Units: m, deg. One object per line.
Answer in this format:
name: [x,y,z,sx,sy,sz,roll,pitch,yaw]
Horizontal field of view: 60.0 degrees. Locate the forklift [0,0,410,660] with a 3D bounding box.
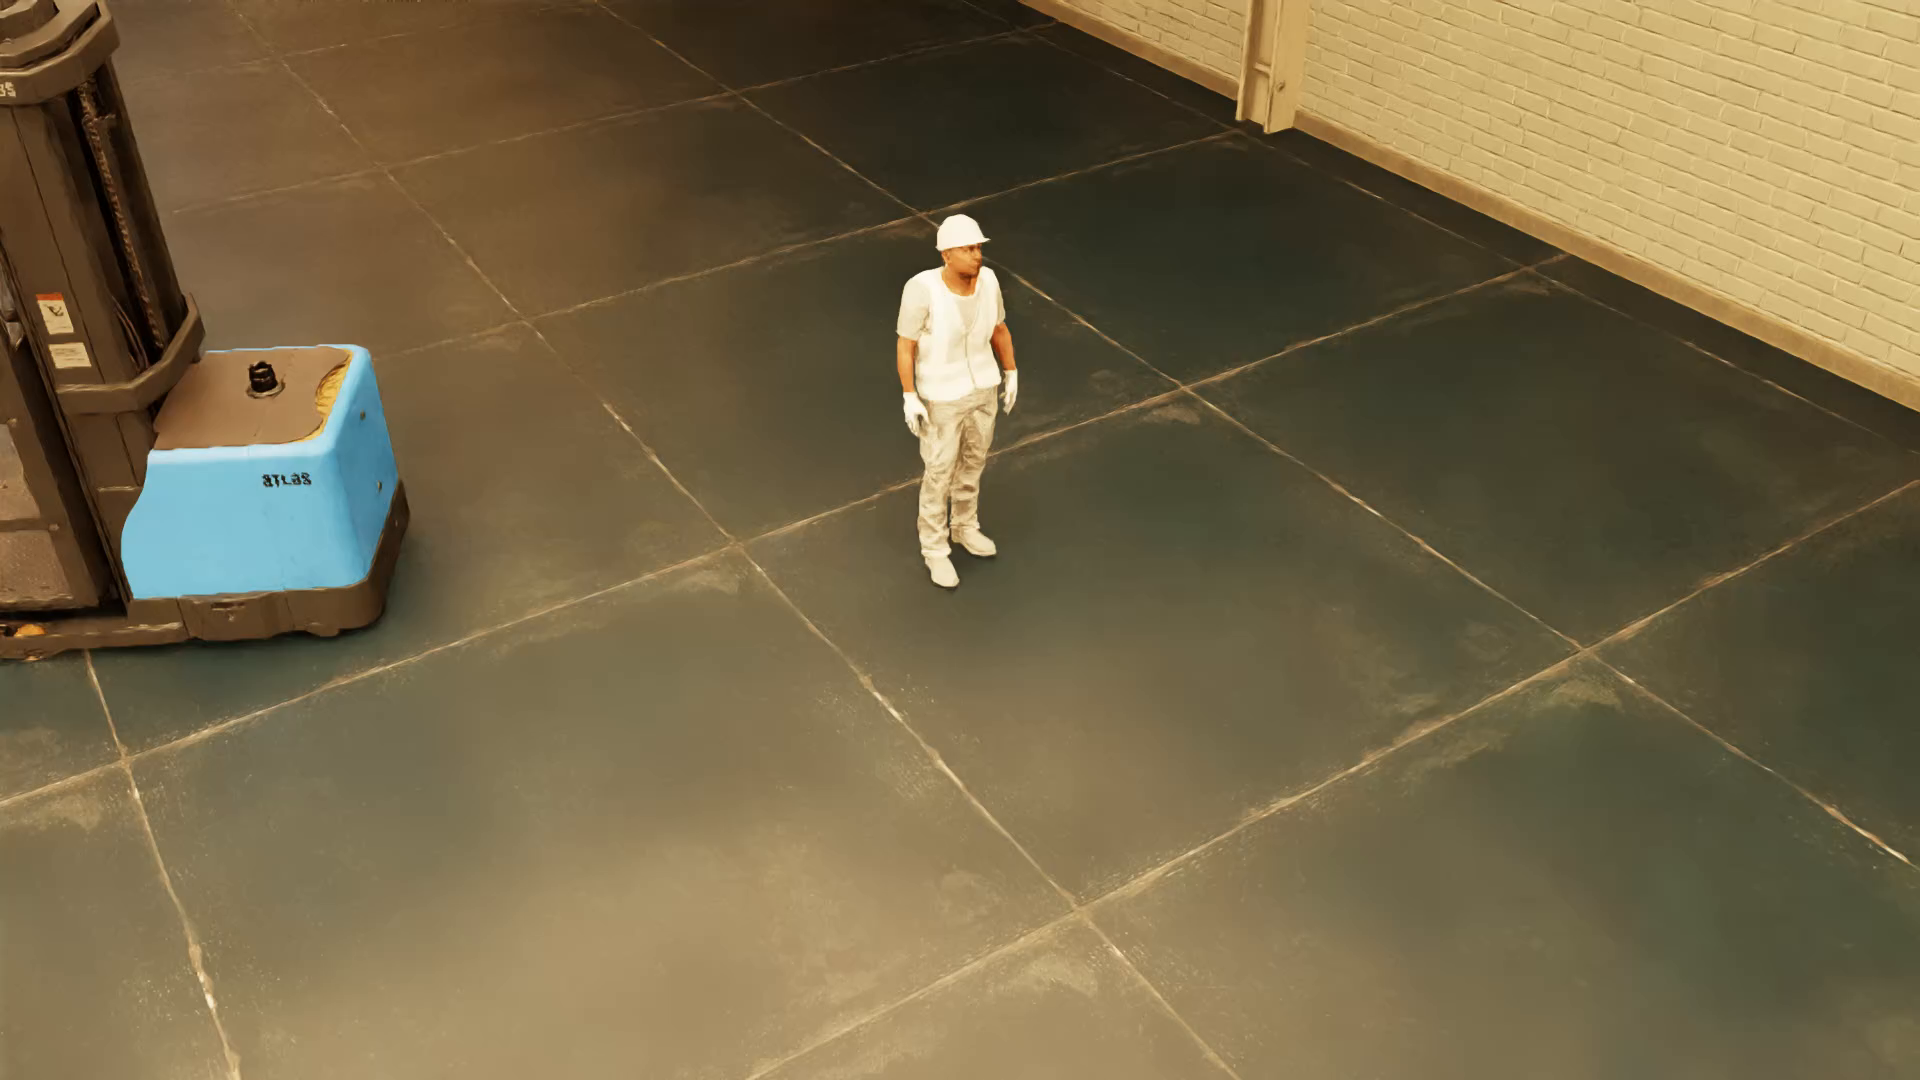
forklift: [-4.360,-0.938,7.483,3.031,2.935,1.130,-3,35,-5]

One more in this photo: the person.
person: [0.033,-0.698,8.127,0.655,1.782,0.576,-21,40,-27]
